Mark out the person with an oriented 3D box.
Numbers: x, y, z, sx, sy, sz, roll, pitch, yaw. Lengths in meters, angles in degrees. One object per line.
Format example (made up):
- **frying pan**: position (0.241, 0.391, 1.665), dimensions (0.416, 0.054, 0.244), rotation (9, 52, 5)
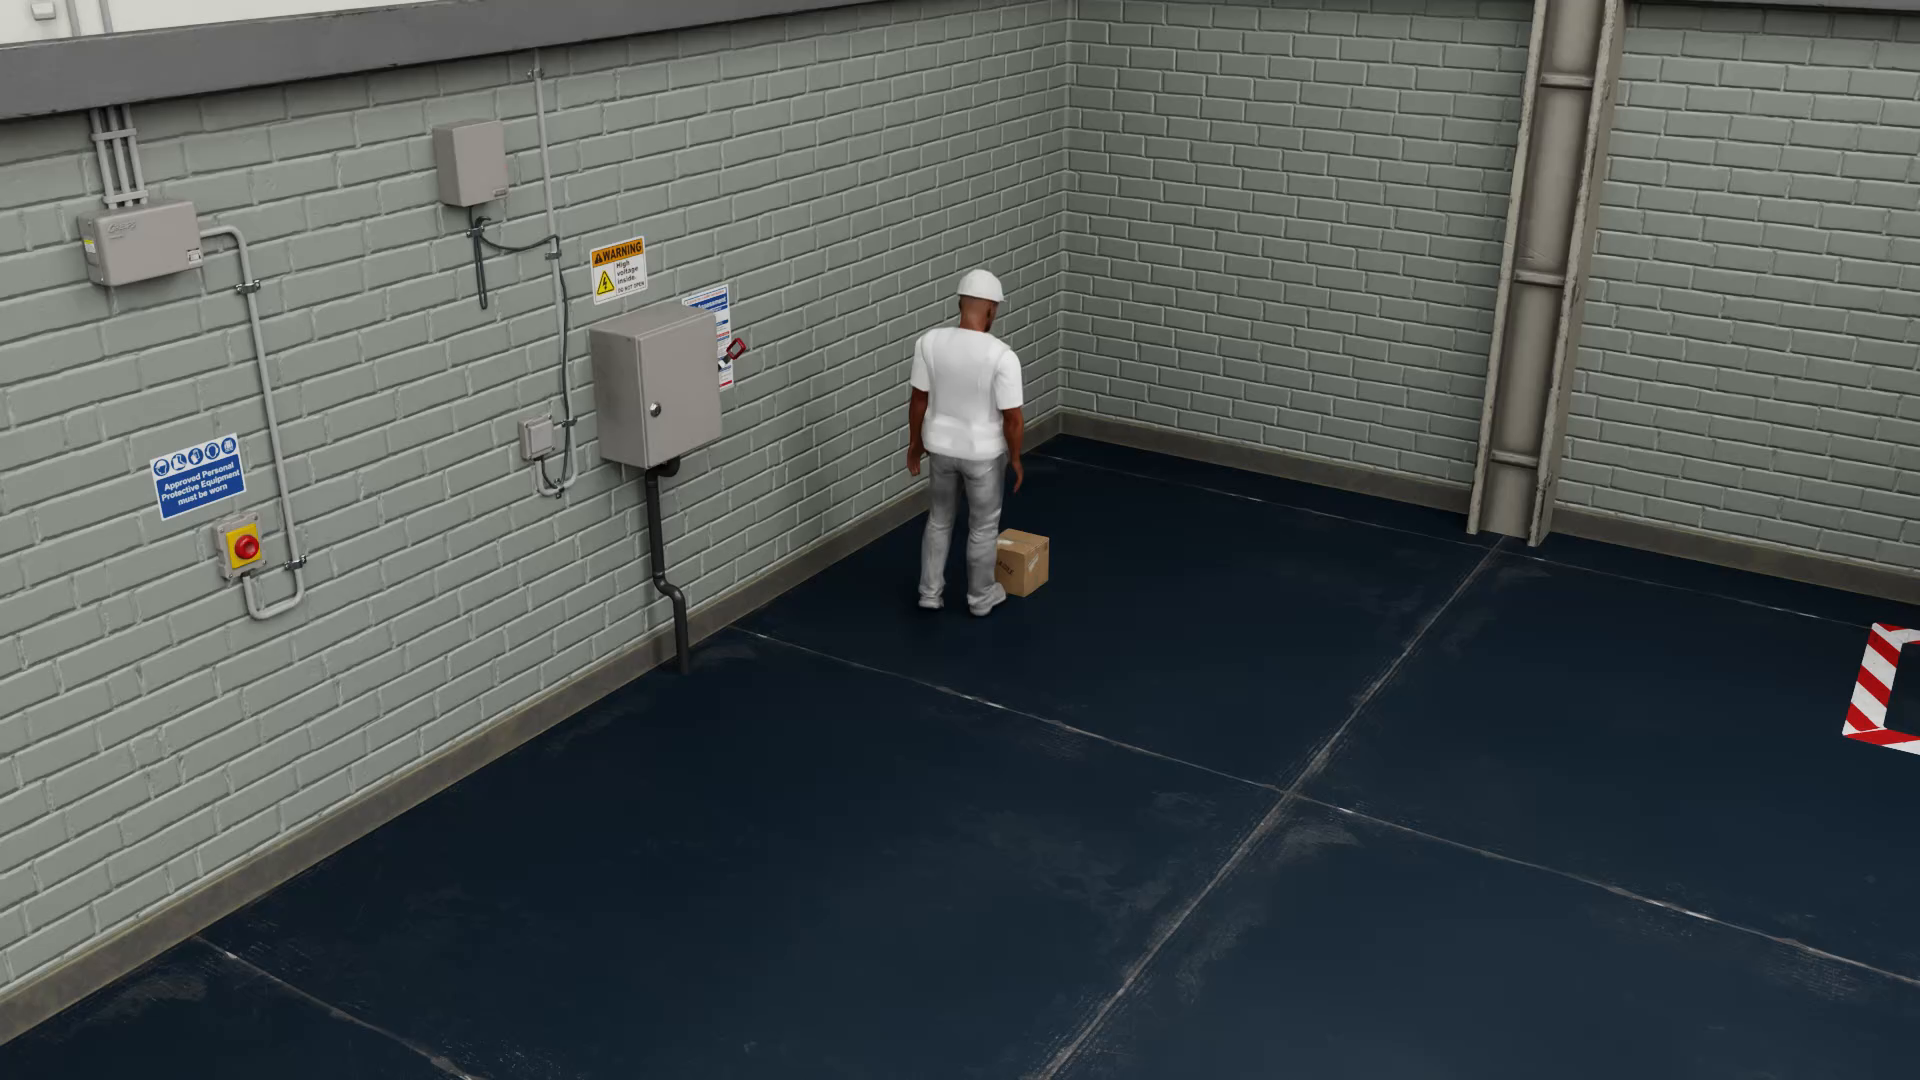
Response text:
- **person**: position (0.070, -0.435, 8.098), dimensions (0.605, 1.819, 0.496), rotation (11, 25, 23)
